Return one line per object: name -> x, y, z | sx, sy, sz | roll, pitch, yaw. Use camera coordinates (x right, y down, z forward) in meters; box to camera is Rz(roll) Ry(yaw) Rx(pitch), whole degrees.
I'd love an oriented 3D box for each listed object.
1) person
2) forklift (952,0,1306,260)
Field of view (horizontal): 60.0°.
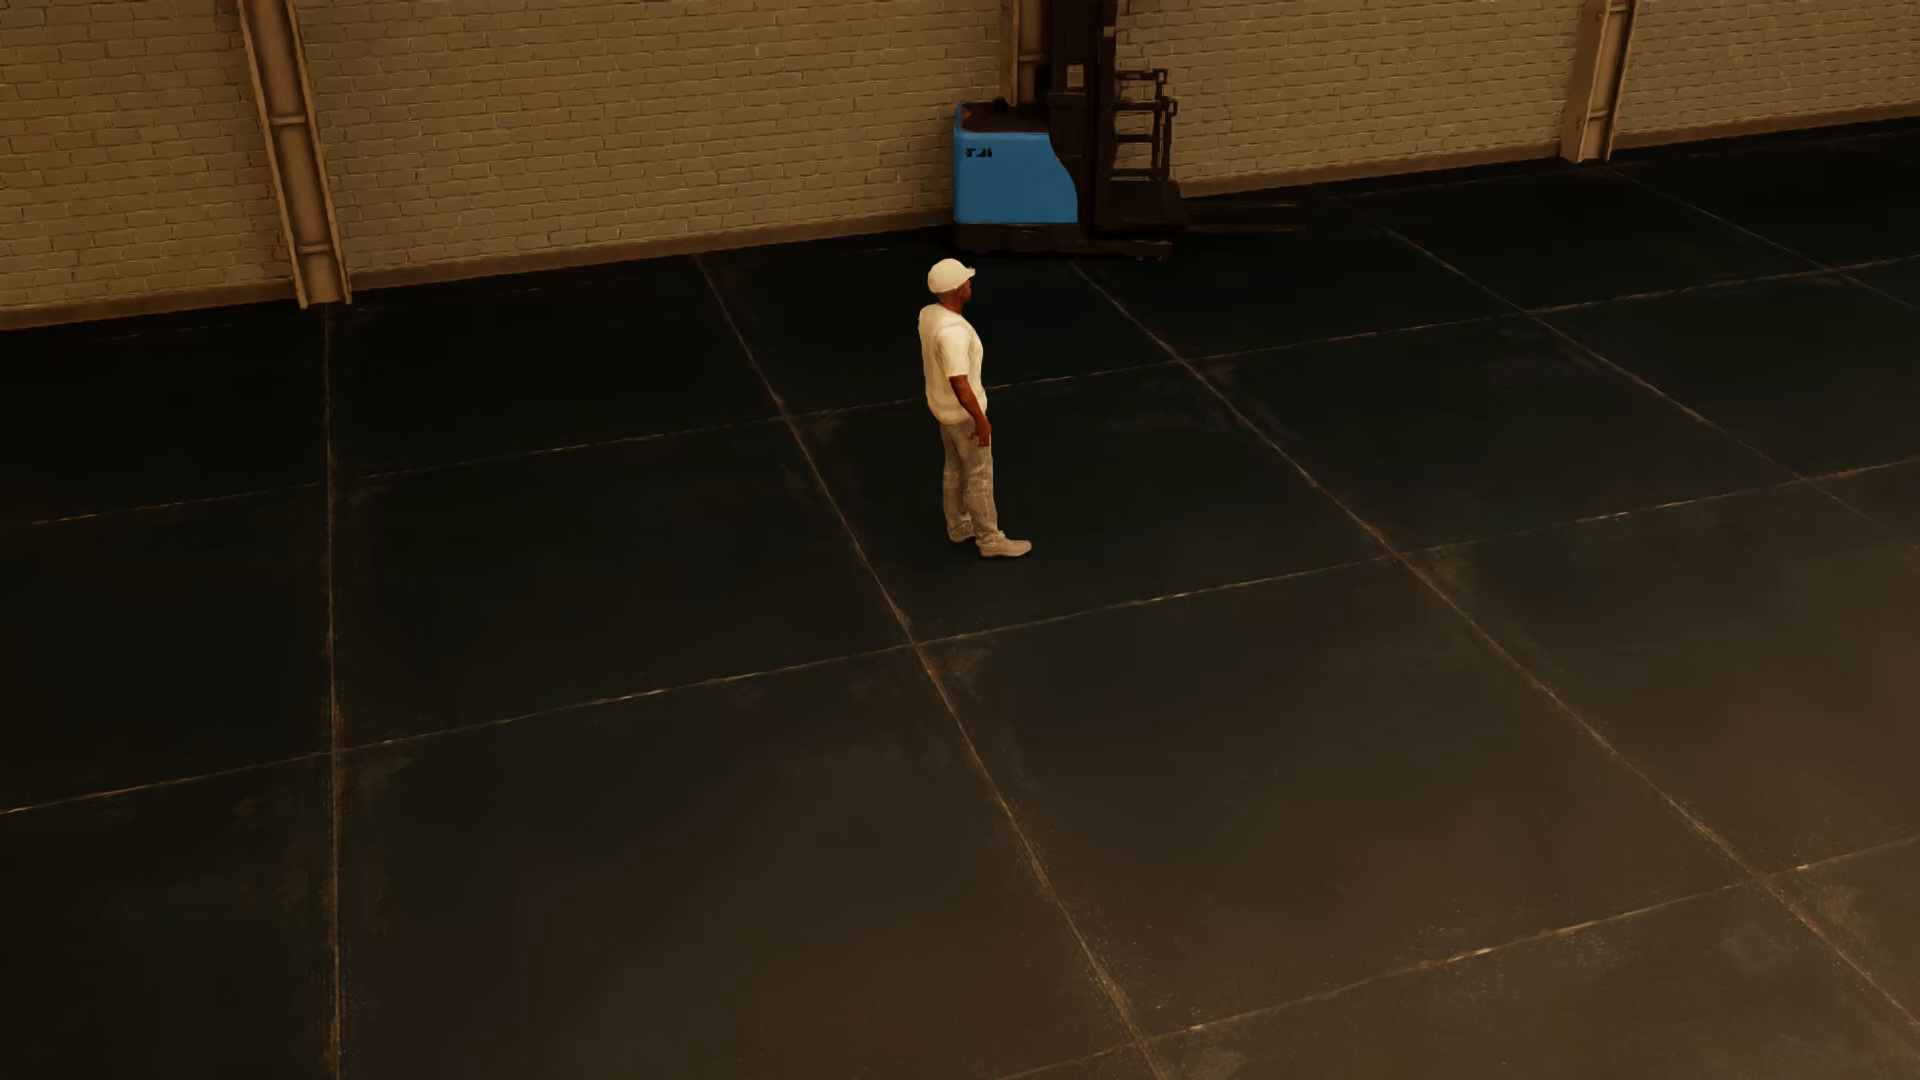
person -> 0.068, -0.778, 9.598 | 0.576, 1.761, 0.665 | -10, 31, -16
forklift -> 1.454, -3.924, 13.907 | 3.031, 2.935, 1.130 | 1, 30, 1
